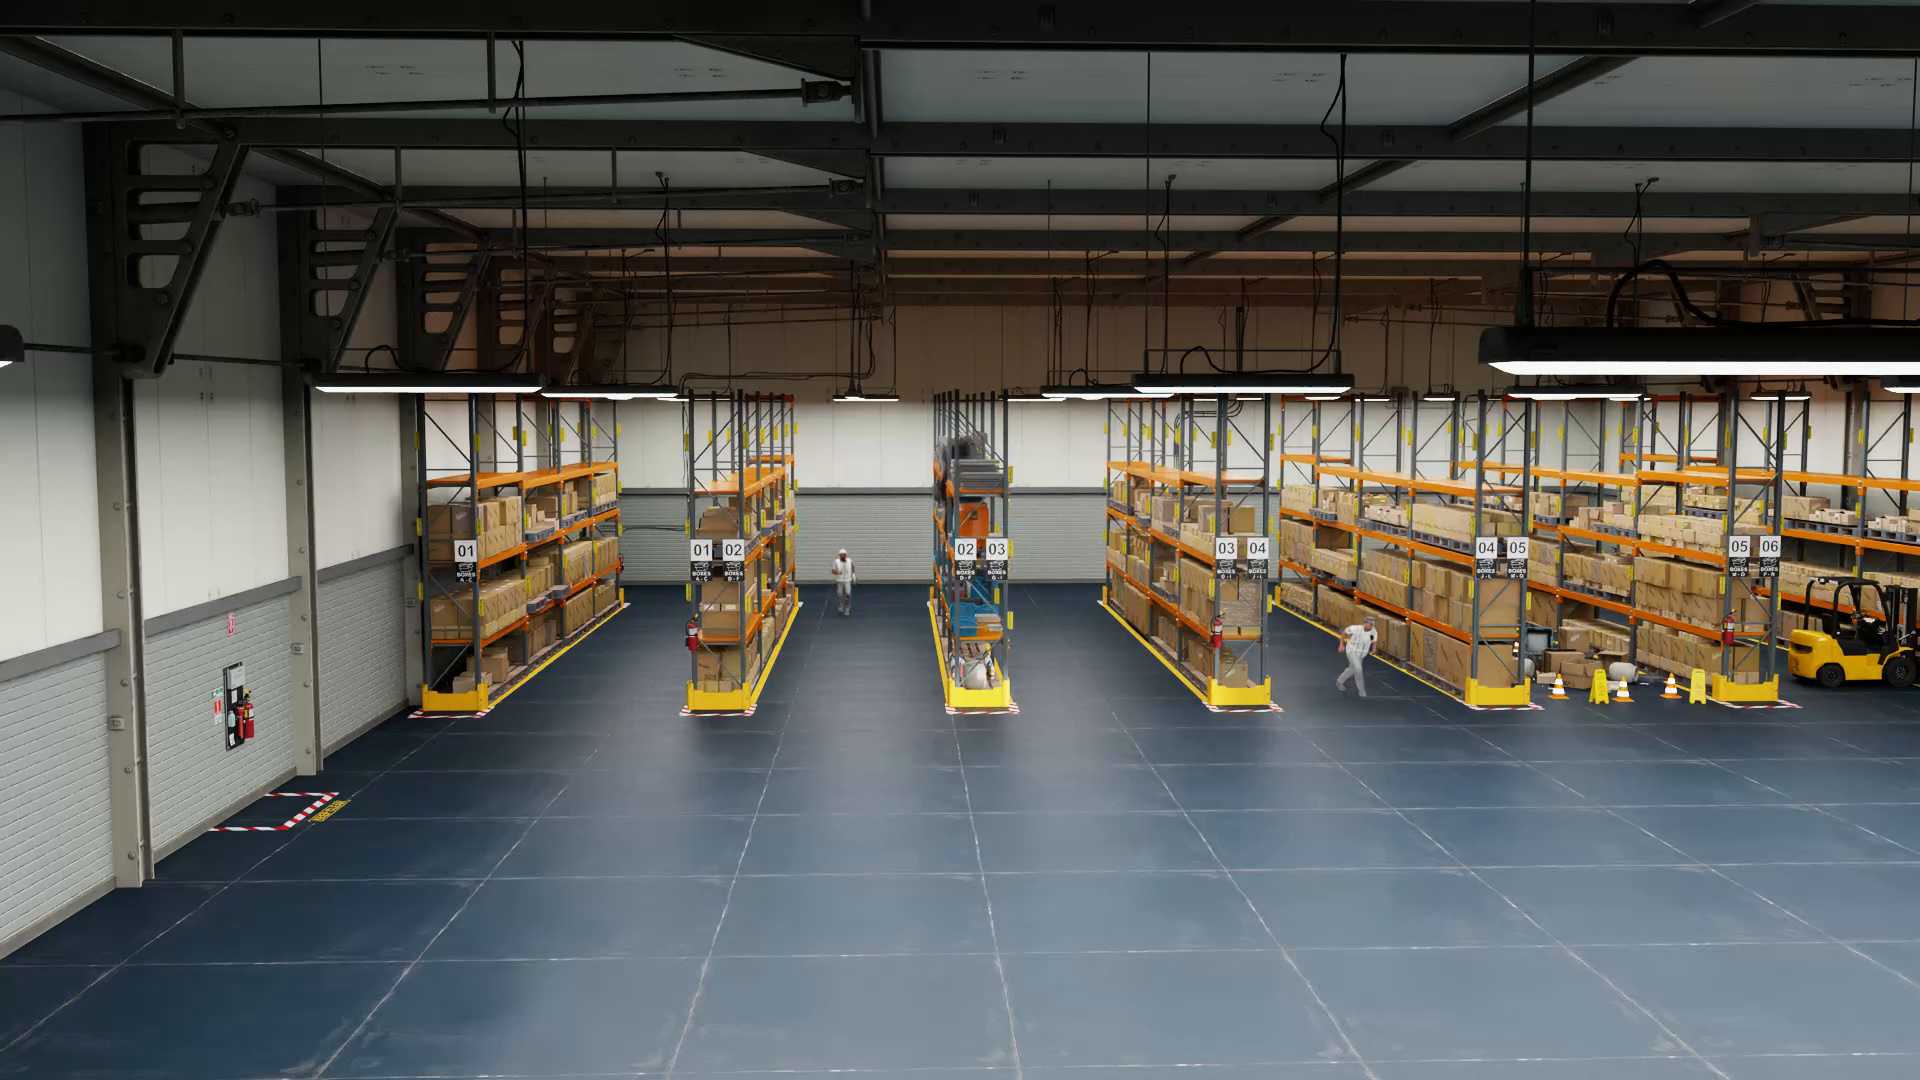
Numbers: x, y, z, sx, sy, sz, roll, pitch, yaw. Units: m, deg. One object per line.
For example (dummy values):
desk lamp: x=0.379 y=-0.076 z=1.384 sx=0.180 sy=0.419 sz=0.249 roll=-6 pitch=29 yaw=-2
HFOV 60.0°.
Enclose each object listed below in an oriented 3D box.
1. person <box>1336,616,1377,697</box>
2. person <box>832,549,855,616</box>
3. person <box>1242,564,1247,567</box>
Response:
person: x=7.821 y=2.248 z=32.804 sx=0.287 sy=1.586 sz=1.027 roll=-2 pitch=5 yaw=-21
person: x=-3.158 y=1.156 z=45.128 sx=0.658 sy=1.834 sz=0.853 roll=-1 pitch=5 yaw=-8
person: x=7.987 y=1.203 z=47.079 sx=0.428 sy=1.412 sz=0.634 roll=0 pitch=5 yaw=1
